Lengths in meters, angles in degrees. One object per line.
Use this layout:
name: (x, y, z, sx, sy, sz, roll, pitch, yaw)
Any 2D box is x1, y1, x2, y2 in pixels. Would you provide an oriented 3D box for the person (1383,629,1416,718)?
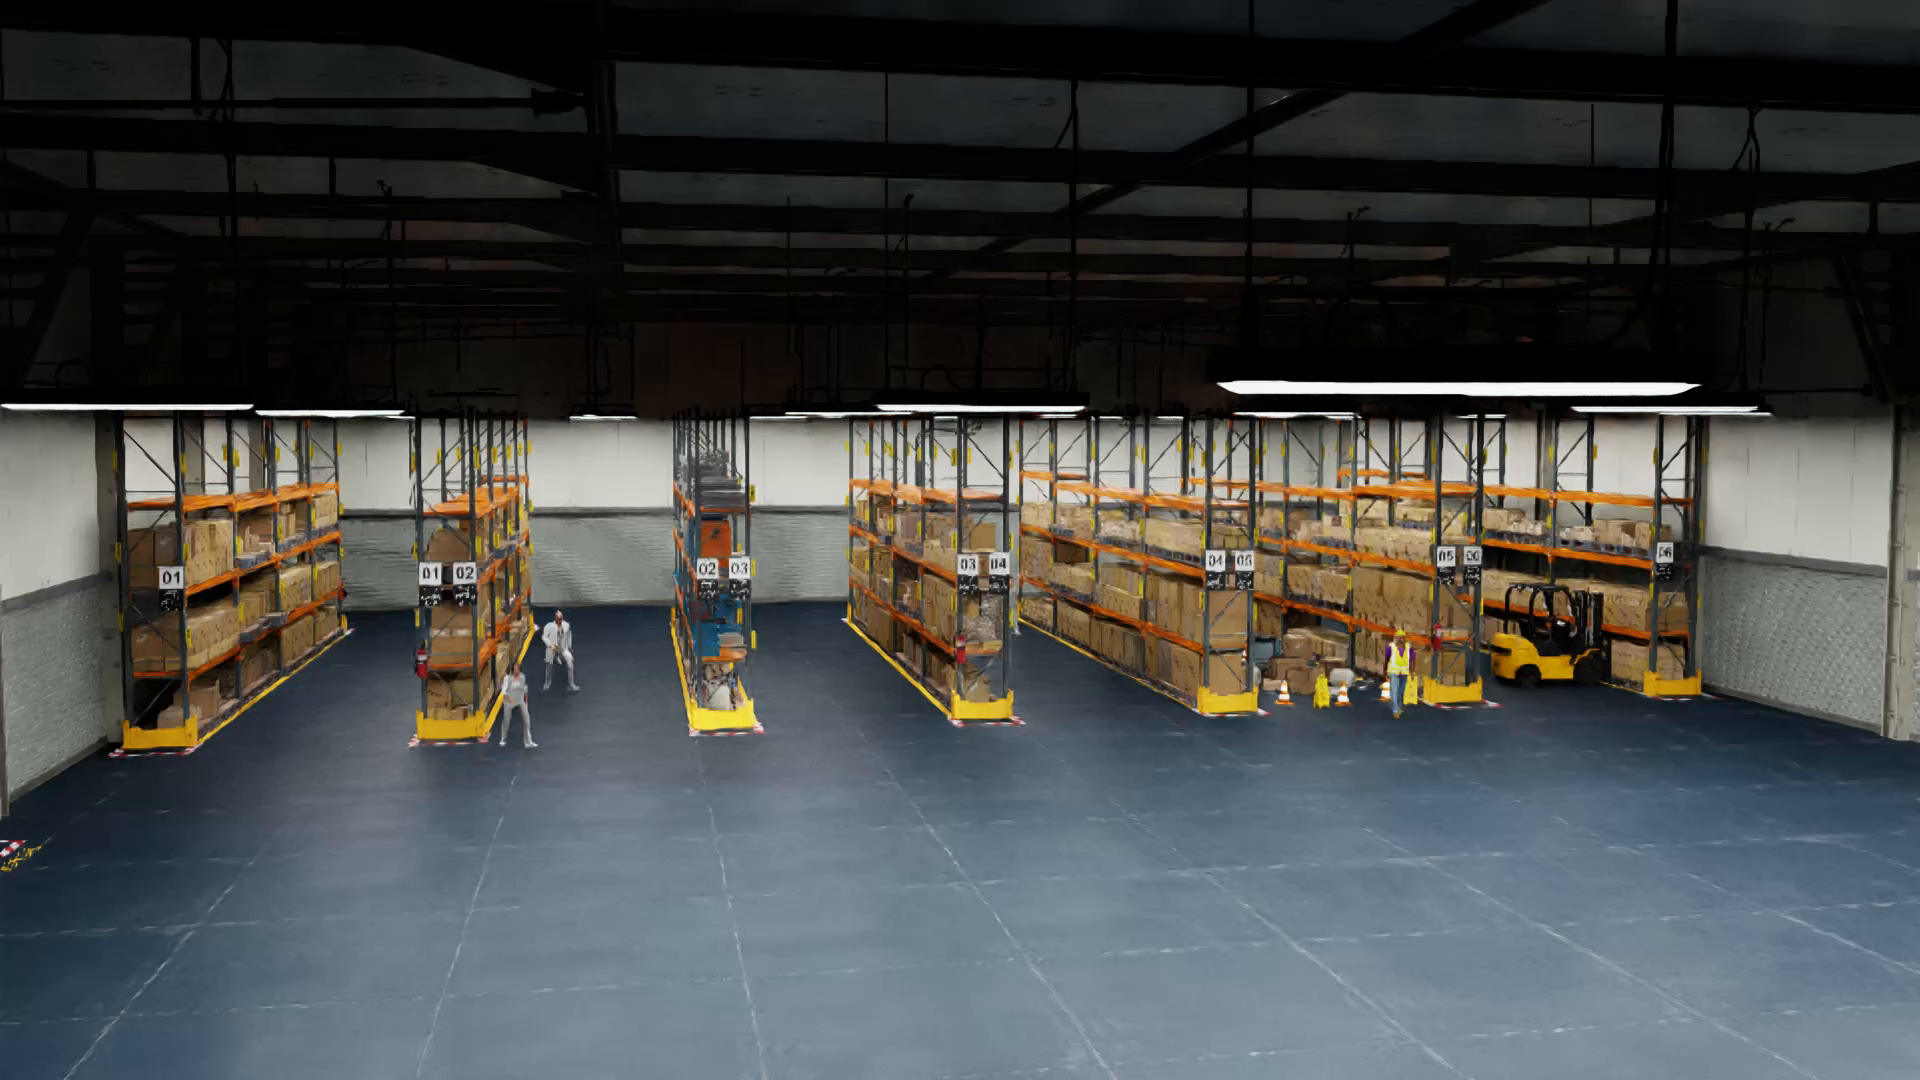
person: (8.529, 2.569, 32.218, 0.571, 1.706, 1.043, 0, 4, -2)

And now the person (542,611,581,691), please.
person: (-8.544, 2.344, 35.335, 0.735, 1.712, 0.905, -2, 5, -28)

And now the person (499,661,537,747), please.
person: (-7.823, 2.867, 29.244, 0.562, 1.528, 0.778, -2, 5, -30)

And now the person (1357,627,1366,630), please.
person: (11.109, 1.624, 45.187, 0.594, 1.744, 0.667, 1, 4, 10)

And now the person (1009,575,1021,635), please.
person: (1.340, 1.735, 44.689, 0.446, 1.590, 1.110, -1, 4, -9)
